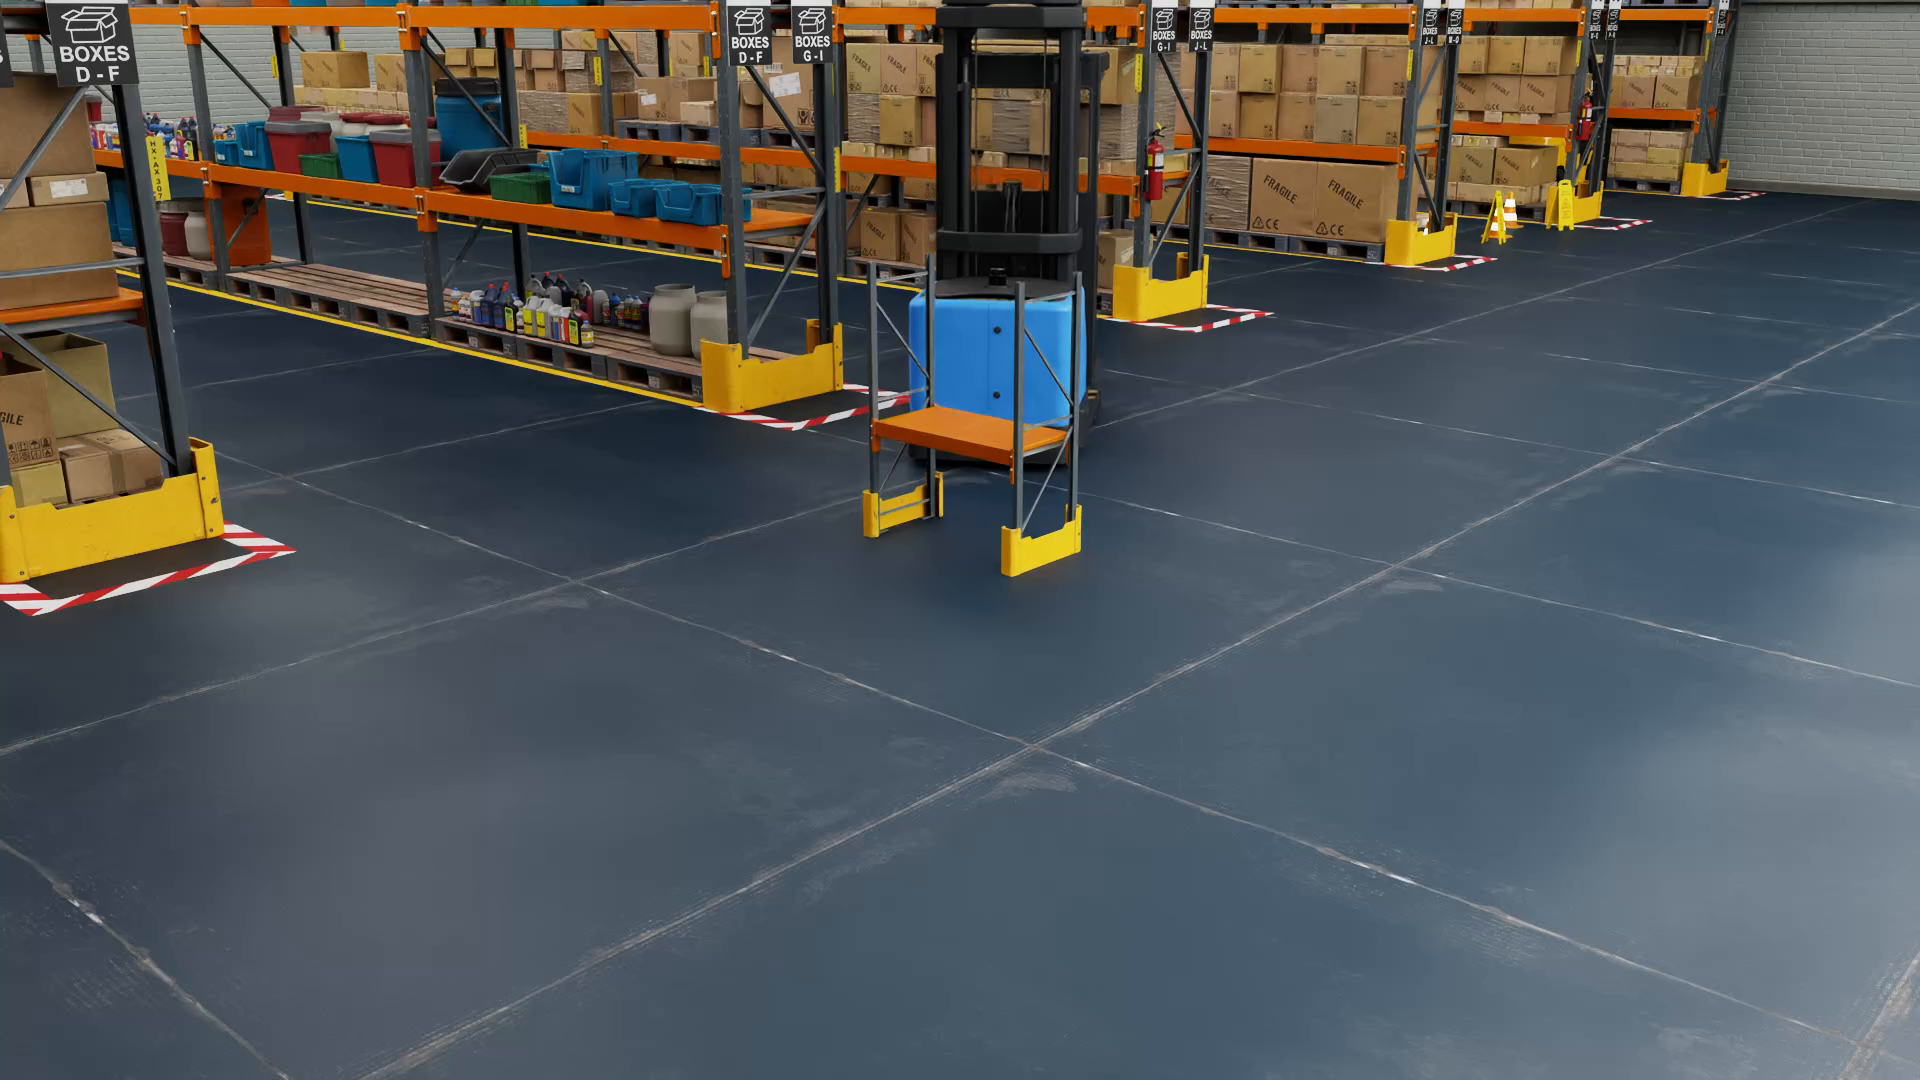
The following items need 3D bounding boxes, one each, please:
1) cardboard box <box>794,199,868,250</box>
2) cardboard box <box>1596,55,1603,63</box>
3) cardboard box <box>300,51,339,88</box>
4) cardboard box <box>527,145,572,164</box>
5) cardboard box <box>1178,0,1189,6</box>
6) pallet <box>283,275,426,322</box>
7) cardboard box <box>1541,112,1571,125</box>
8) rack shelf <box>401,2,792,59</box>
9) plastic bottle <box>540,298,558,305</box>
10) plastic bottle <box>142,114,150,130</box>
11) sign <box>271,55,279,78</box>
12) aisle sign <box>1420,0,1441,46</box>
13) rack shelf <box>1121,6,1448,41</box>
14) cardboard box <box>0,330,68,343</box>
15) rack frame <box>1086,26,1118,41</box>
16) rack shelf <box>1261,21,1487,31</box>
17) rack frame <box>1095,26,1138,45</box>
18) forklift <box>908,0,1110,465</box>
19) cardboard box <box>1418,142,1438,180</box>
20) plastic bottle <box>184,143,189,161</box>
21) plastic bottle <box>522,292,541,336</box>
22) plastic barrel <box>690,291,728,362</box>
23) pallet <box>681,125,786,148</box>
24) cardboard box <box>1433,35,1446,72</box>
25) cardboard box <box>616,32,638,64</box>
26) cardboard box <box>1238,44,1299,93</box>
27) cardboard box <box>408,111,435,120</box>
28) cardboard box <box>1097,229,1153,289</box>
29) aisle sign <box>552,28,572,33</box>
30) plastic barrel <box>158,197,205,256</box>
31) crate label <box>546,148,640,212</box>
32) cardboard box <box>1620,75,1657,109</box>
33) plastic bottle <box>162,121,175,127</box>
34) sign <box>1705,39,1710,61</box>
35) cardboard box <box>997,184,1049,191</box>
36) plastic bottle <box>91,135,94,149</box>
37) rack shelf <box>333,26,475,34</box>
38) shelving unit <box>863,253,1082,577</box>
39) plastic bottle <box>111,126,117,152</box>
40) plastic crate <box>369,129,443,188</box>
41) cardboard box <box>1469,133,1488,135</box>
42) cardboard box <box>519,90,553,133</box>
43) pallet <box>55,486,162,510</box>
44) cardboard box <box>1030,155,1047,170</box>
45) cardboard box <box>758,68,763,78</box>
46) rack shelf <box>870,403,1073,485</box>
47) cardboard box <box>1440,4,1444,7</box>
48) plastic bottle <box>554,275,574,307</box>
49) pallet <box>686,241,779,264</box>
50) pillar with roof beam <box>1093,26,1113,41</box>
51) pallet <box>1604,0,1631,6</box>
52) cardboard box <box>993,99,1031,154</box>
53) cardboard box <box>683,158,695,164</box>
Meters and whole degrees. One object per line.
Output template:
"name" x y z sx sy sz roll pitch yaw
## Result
"cardboard box" -1.448 -3.563 18.786 0.500 0.500 0.700 13 22 35
"cardboard box" 10.429 -7.736 26.800 0.250 0.149 0.380 16 23 40
"cardboard box" -9.425 -6.996 24.715 0.500 0.500 0.500 14 23 38
"cardboard box" -5.159 -4.732 21.880 0.875 0.875 1.225 15 23 39
"cardboard box" 1.800 -5.127 15.598 0.500 0.250 0.500 16 24 41
"pallet" -5.821 -2.361 16.203 1.213 0.211 1.003 15 23 39
"cardboard box" 8.145 -5.763 22.727 0.250 0.149 0.380 16 24 41
"rack shelf" -2.795 -3.982 12.930 4.000 0.370 1.077 15 23 39
"plastic bottle" -3.424 -1.867 13.812 0.135 0.276 0.152 15 23 39
"plastic bottle" -9.327 -4.699 19.041 0.185 0.351 0.144 15 23 39
"sign" -10.352 -7.152 25.128 0.005 0.325 0.100 15 23 39
"aisle sign" 5.210 -5.873 18.360 0.004 0.787 0.394 15 23 39
"rack shelf" 3.860 -6.204 19.933 4.000 0.370 1.077 15 23 39
"cardboard box" -5.601 -0.976 9.839 0.500 0.500 0.500 15 23 39
"rack frame" 2.883 -9.389 33.738 0.127 3.000 1.000 15 23 39
"rack shelf" 7.371 -9.271 29.597 4.000 0.370 1.077 15 23 39
"rack frame" 2.583 -7.462 27.666 0.127 3.000 1.000 15 23 39
"forklift" 0.422 -2.269 11.416 1.130 2.935 3.031 3 18 9
"cardboard box" 6.631 -5.517 24.149 0.500 0.500 0.500 17 24 42
"plastic bottle" -7.943 -4.017 17.138 0.097 0.201 0.097 0 18 0
"plastic bottle" -3.504 -1.864 13.679 0.185 0.351 0.144 15 23 39
"plastic barrel" -1.842 -1.622 12.684 0.421 0.512 0.421 0 18 0
"pallet" -2.487 -4.741 19.407 1.213 0.211 1.003 15 23 39
"cardboard box" 6.935 -6.889 23.551 0.500 0.500 0.700 15 23 39
"cardboard box" -5.312 -8.133 27.471 0.500 0.500 0.500 14 22 38
"cardboard box" 3.820 -5.695 20.064 0.500 0.550 0.875 15 23 39
"cardboard box" -7.432 -5.891 23.130 0.250 0.149 0.380 15 23 40
"cardboard box" 1.532 -2.752 16.262 0.500 0.500 0.500 -13 22 -36
"aisle sign" -6.865 -9.114 28.574 0.004 0.787 0.394 15 23 39
"plastic barrel" -8.505 -3.471 18.384 0.708 0.588 0.600 15 23 39
"crate label" -2.855 -2.818 12.975 0.616 0.435 0.502 15 23 39
"cardboard box" 10.934 -7.173 26.590 0.500 0.500 0.500 16 24 41
"plastic bottle" -9.014 -4.636 18.966 0.135 0.276 0.152 15 23 39
"sign" 11.488 -7.525 25.557 0.005 0.325 0.100 15 23 39
"cardboard box" 1.121 -4.946 22.761 0.750 0.750 1.050 15 23 39
"plastic bottle" -9.693 -4.487 18.619 0.097 0.201 0.097 0 18 0
"rack shelf" -8.483 -7.512 24.053 4.000 0.370 1.077 15 23 39
"shelving unit" 0.057 -0.700 8.837 1.083 1.500 0.587 15 23 39
"plastic bottle" -9.247 -4.400 18.231 0.097 0.271 0.097 0 18 0
"plastic crate" -4.856 -3.355 14.618 0.583 0.464 0.402 15 23 39
"cardboard box" 9.020 -6.981 28.348 0.500 0.250 0.500 15 23 38
"cardboard box" -5.288 -5.516 21.368 0.500 0.500 0.500 14 22 38
"pallet" -5.190 -0.188 9.356 1.213 0.211 1.003 15 23 39
"cardboard box" 0.894 -3.707 16.248 0.250 0.149 0.380 15 23 39
"cardboard box" -2.850 -7.097 25.254 0.250 0.149 0.380 15 23 39
"rack shelf" 0.064 -0.526 8.885 1.000 0.185 0.538 15 23 39
"cardboard box" 6.800 -7.541 23.370 0.250 0.149 0.380 15 23 40
"plastic bottle" -3.474 -2.141 14.551 0.185 0.351 0.144 14 22 37
"pallet" -2.503 -3.489 19.756 1.213 0.211 1.003 15 23 39
"pillar with roof beam" 0.103 -11.618 30.844 0.400 9.000 9.100 15 23 39
"pallet" 10.430 -8.760 26.943 1.213 0.211 1.003 15 23 39
"cardboard box" 0.796 -4.103 16.425 0.500 0.500 0.875 15 23 39
"cardboard box" -4.276 -6.151 27.062 0.250 0.149 0.380 14 22 37
